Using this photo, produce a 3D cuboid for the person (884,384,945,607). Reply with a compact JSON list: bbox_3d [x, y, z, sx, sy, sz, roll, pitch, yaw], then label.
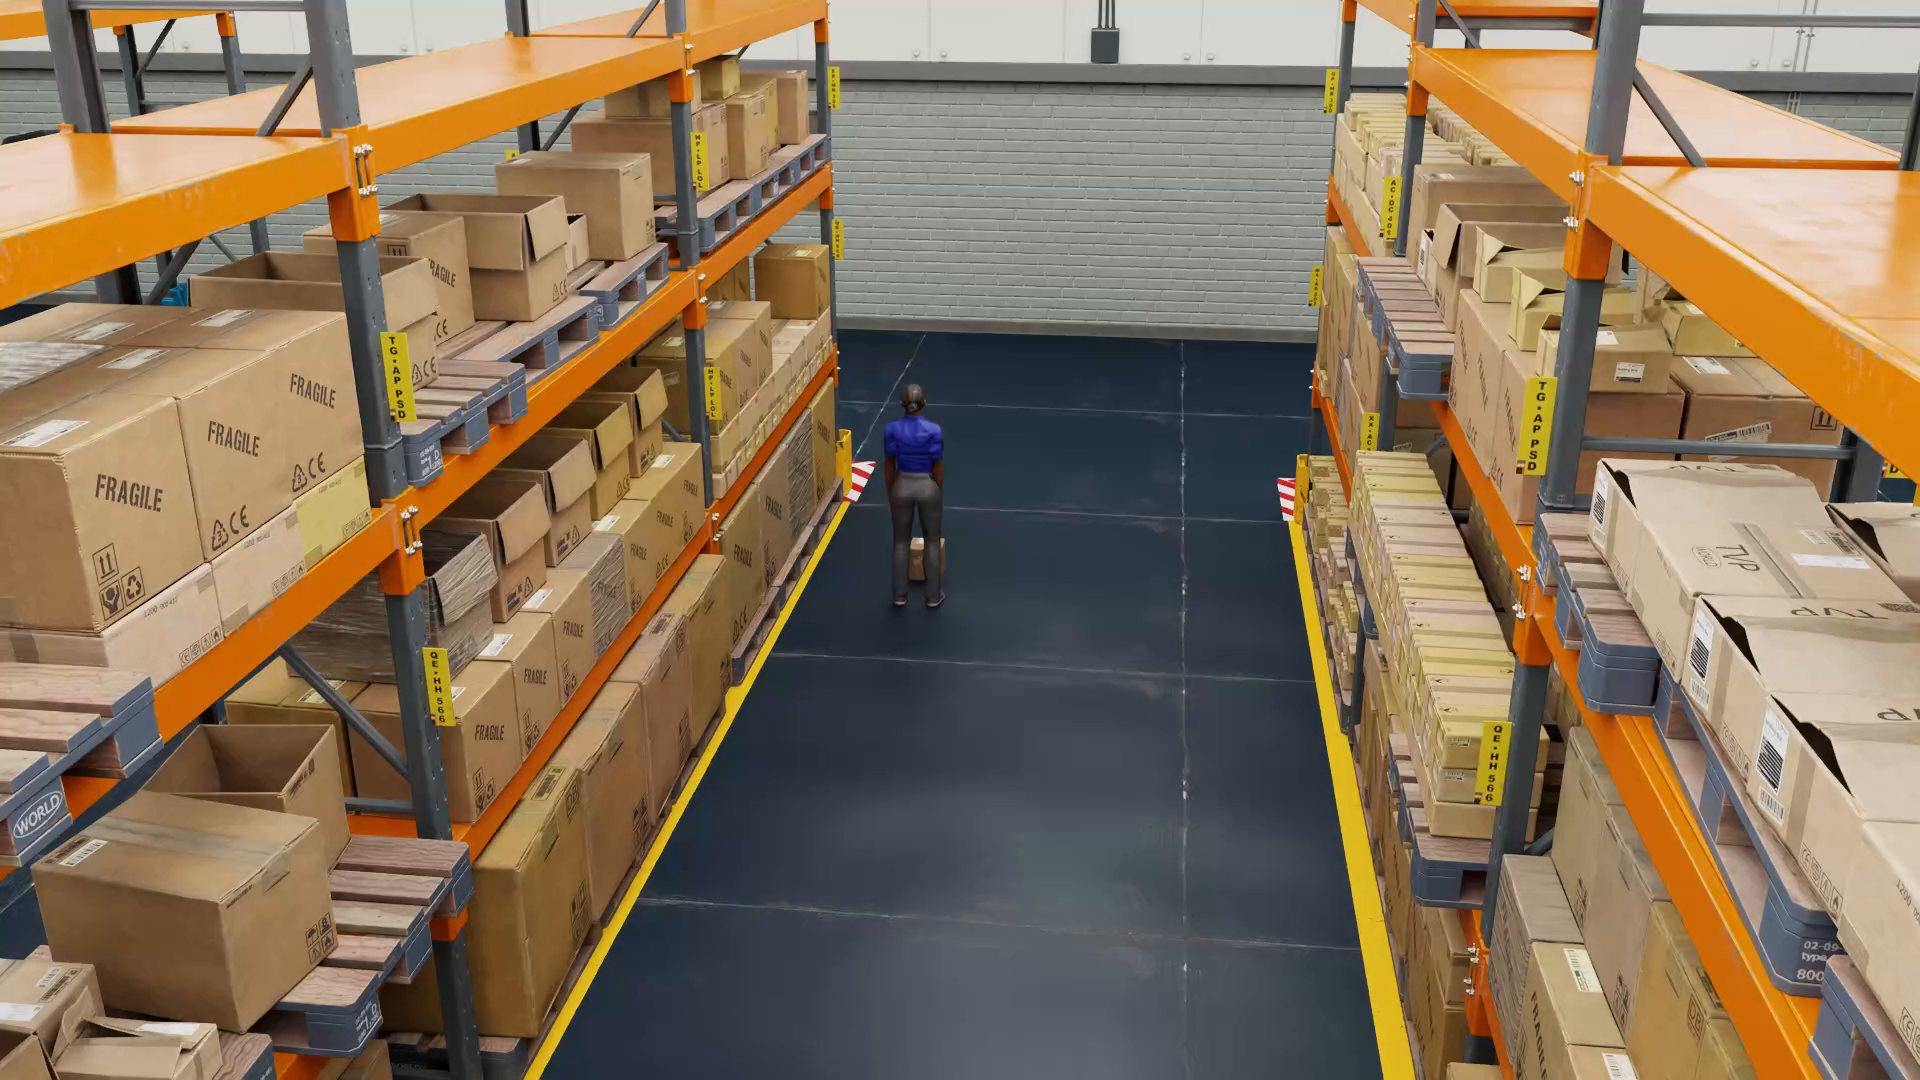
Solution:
[{"bbox_3d":[-0.327,-0.326,11.930,0.435,1.656,0.302,3,22,8],"label":"person"}]
